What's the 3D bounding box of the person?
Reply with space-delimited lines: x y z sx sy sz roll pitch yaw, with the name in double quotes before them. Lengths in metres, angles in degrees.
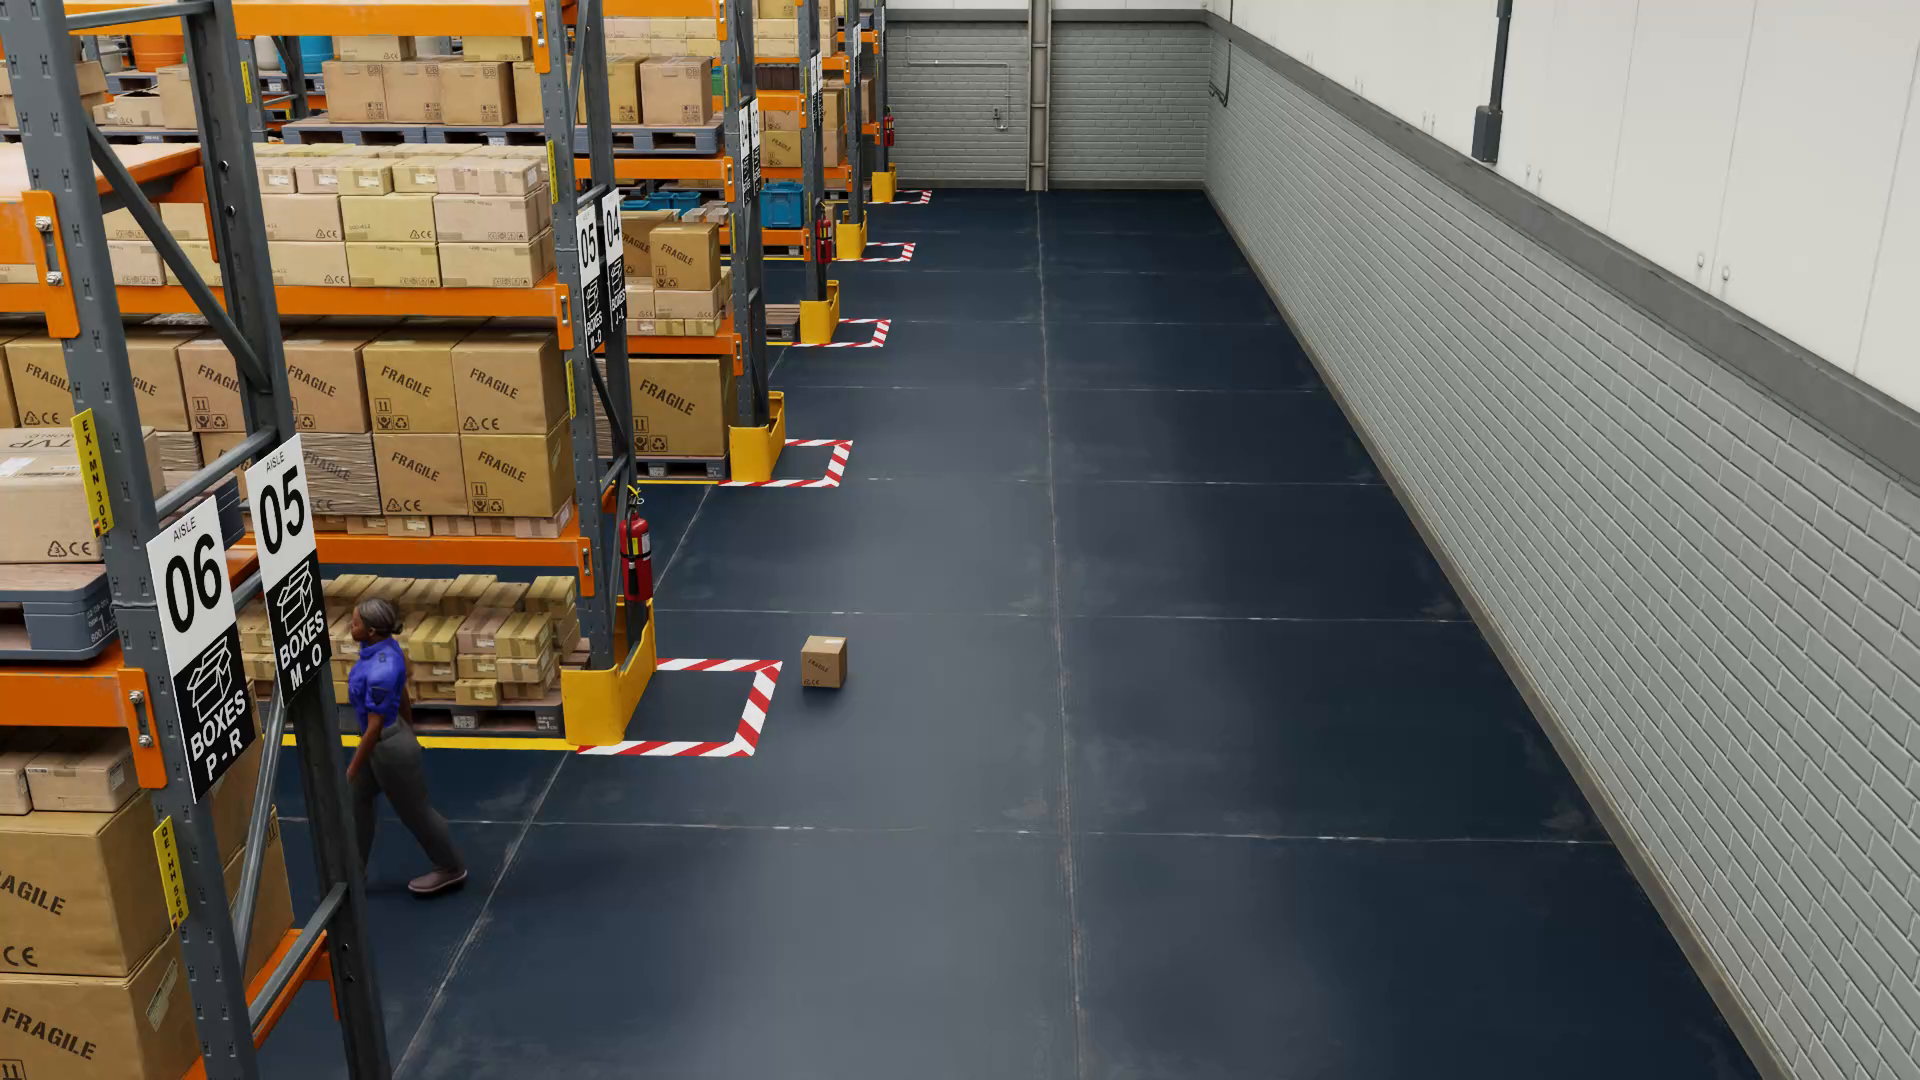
"person" -2.925 1.083 8.288 0.752 1.689 0.444 -8 22 -20
